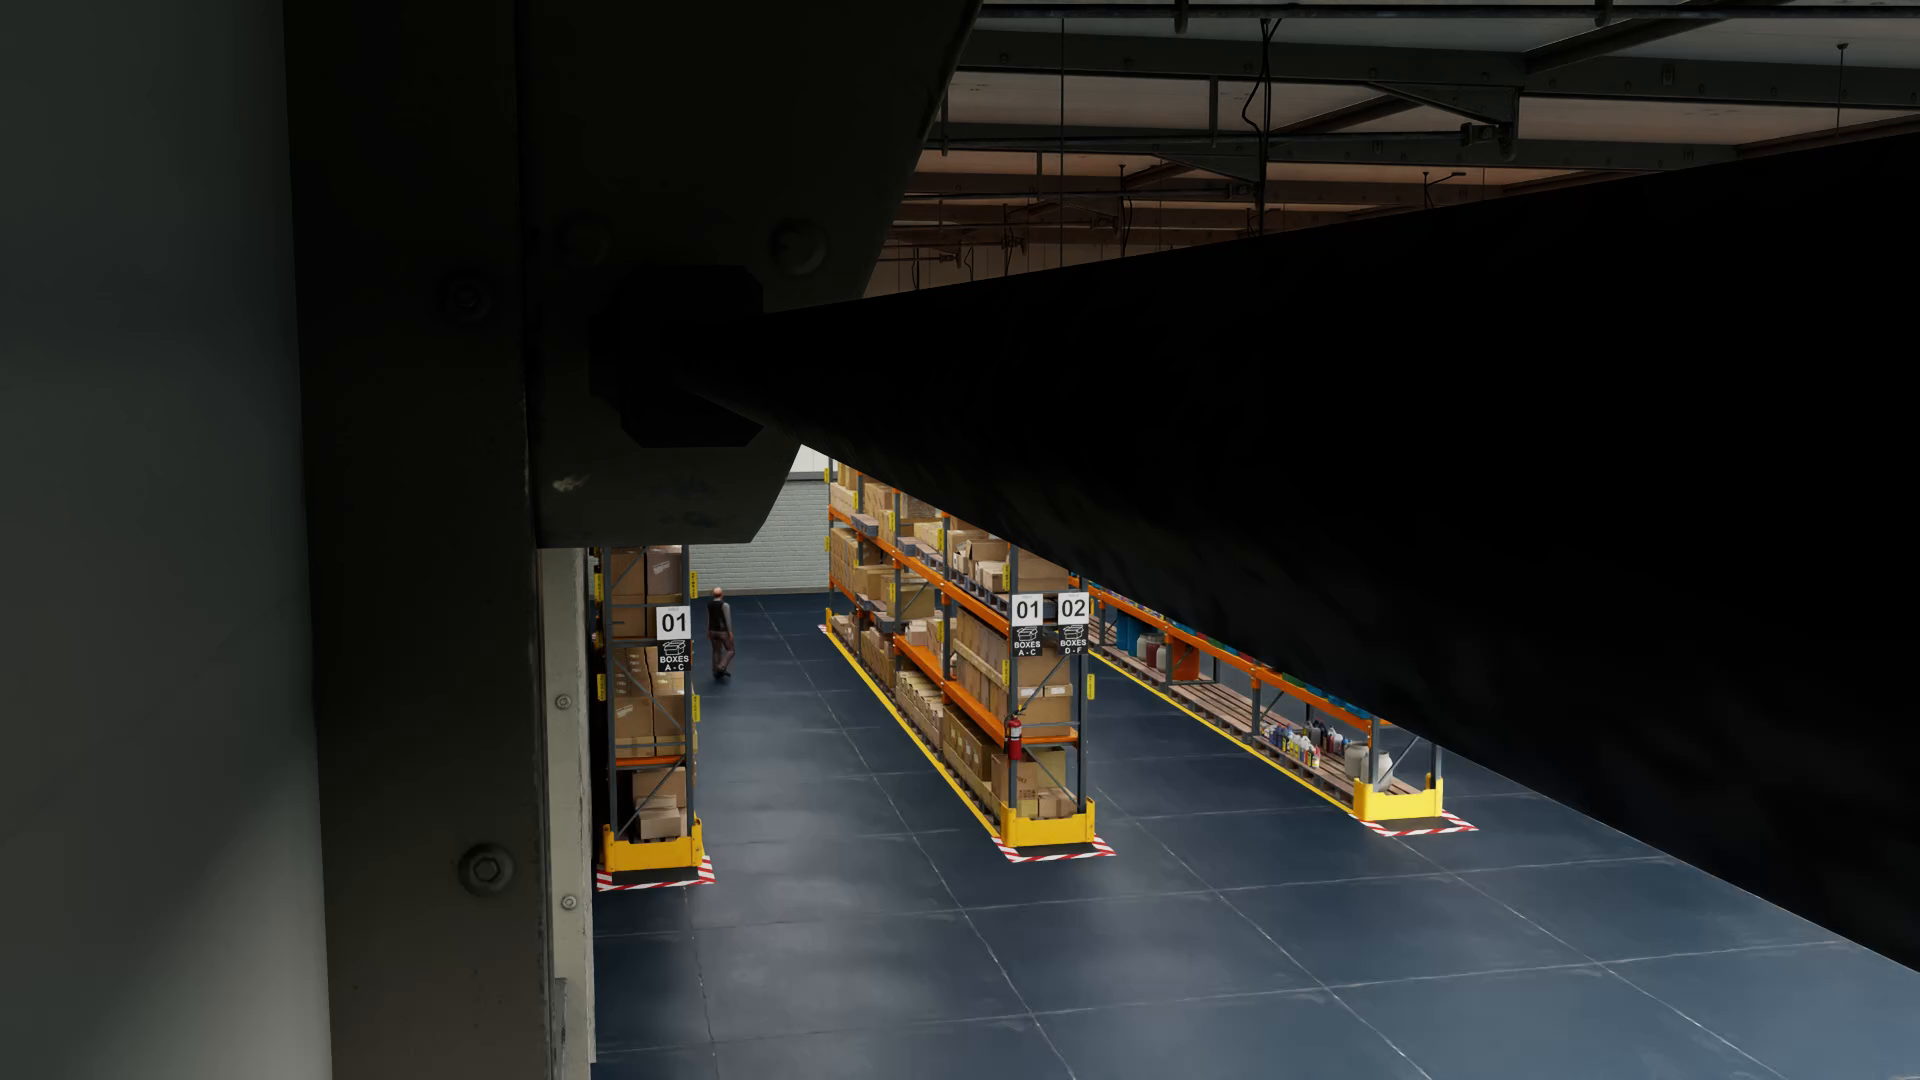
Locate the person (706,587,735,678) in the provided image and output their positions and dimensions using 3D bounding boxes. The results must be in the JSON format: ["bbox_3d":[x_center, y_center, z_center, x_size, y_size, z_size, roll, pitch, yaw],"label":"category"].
[{"bbox_3d":[-4.557,1.757,31.399,0.566,1.724,0.476,4,8,28],"label":"person"}]
